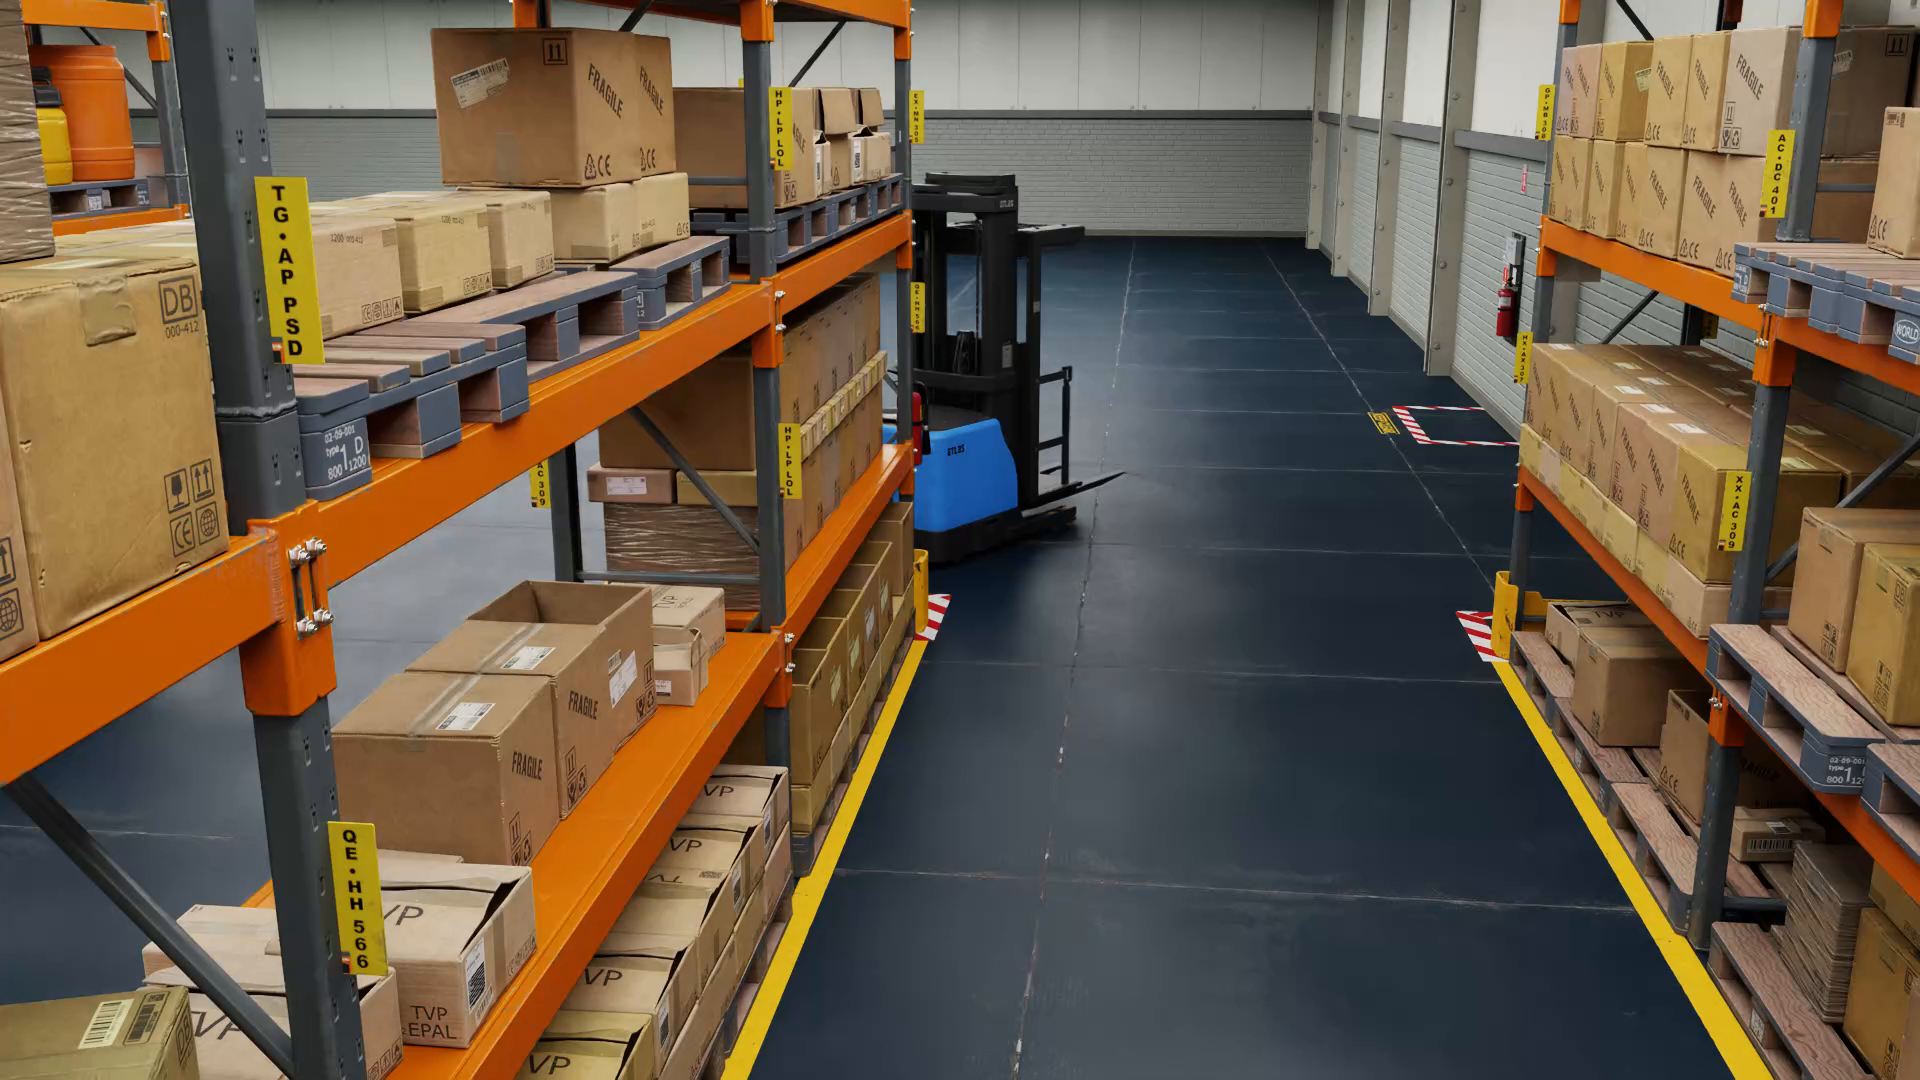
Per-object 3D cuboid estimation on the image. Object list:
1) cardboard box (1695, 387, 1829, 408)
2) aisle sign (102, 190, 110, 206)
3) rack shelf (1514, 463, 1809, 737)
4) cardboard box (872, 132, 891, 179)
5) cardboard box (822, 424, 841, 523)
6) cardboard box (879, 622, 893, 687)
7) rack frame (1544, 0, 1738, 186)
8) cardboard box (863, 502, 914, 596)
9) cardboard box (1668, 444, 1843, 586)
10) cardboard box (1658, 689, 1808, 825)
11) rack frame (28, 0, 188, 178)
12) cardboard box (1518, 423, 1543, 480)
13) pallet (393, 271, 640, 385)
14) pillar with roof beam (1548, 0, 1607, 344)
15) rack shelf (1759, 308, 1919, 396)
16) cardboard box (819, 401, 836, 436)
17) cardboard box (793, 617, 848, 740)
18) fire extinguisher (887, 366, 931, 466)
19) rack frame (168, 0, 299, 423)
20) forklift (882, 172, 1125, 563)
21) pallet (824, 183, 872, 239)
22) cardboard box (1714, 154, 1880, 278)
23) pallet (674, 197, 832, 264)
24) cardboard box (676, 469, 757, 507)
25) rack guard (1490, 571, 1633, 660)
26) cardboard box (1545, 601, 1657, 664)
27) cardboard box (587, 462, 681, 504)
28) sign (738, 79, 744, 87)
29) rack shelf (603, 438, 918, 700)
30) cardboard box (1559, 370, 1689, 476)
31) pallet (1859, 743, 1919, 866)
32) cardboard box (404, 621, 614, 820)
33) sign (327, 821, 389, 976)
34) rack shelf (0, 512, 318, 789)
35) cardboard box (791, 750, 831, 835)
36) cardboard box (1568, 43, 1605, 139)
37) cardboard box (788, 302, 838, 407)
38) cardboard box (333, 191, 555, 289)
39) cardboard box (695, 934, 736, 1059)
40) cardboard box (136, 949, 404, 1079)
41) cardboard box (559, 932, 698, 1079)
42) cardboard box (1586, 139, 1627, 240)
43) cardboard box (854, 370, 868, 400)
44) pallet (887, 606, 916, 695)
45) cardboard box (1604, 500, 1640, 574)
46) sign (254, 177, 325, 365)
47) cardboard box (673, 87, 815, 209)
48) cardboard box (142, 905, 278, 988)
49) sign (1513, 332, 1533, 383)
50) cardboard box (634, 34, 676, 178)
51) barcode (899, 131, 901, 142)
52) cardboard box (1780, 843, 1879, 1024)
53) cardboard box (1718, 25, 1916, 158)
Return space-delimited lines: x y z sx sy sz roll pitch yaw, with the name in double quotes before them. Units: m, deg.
"cardboard box" 4.087 -0.495 8.560 0.500 0.500 0.500 2 15 7
"aisle sign" -6.020 -2.294 11.418 0.394 0.787 0.004 2 15 6
"rack shelf" 3.881 0.146 8.753 1.077 0.370 4.000 2 15 6
"cardboard box" -0.684 -2.204 9.535 0.500 0.250 0.500 2 15 6
"cardboard box" -1.053 -0.391 9.169 0.700 0.500 0.500 2 15 8
"cardboard box" -0.682 0.667 9.910 0.500 0.250 0.500 2 15 6
"rack frame" 4.106 -3.616 9.795 1.000 3.000 0.127 2 15 6
"cardboard box" -0.581 0.046 10.773 0.500 0.500 0.500 2 15 6
"cardboard box" 3.401 -0.113 7.147 0.500 0.500 0.500 2 15 6
"cardboard box" 3.732 1.042 8.010 0.500 0.500 0.500 1 15 2
"rack frame" -5.737 -3.908 10.874 1.000 3.000 0.127 2 15 6
"cardboard box" 3.736 -0.540 10.161 0.500 0.250 0.500 1 15 5
"pallet" -1.608 -0.616 4.807 1.003 0.211 1.213 2 15 9
"pillar with roof beam" 1.286 -5.092 15.253 9.100 9.000 0.400 2 15 6
"rack shelf" 3.429 -0.264 4.525 1.077 0.370 4.000 2 15 6
"cardboard box" -0.873 -0.655 8.902 0.380 0.149 0.250 2 15 6
"cardboard box" -0.855 0.694 8.374 0.500 0.500 0.500 2 15 6
"fire extinguisher" -0.341 -0.844 11.186 0.296 0.674 0.183 2 15 6
"rack frame" -1.719 -1.686 2.657 1.000 3.000 0.127 2 15 6
"forklift" 0.330 -1.561 13.819 1.130 2.935 3.031 11 19 35
"pallet" -1.057 -1.770 8.885 1.003 0.211 1.213 2 15 6
"cardboard box" 3.467 -1.327 6.847 0.500 0.500 0.500 2 15 8
"pallet" -1.197 -1.455 7.718 1.003 0.211 1.213 2 15 6
"cardboard box" -1.045 -0.253 7.416 0.380 0.149 0.250 2 15 6
"rack guard" 4.098 0.507 10.831 1.175 0.500 0.348 2 15 6
"cardboard box" 3.939 0.543 10.217 0.500 0.311 0.500 0 15 0
"cardboard box" -1.450 -0.266 7.463 0.380 0.149 0.250 2 15 6
"sign" -1.367 -2.791 10.664 0.100 0.325 0.005 2 15 6
"rack shelf" -1.042 0.001 9.289 1.077 0.370 4.000 2 15 6
"cardboard box" 3.624 -0.642 9.104 0.500 0.500 0.500 1 15 4
"pallet" 3.386 0.933 4.832 1.003 0.211 1.213 2 15 6
"cardboard box" -1.486 0.590 5.543 0.500 0.500 0.500 2 15 6
"sign" -1.178 0.703 3.249 0.100 0.325 0.005 2 15 6
"rack shelf" -1.944 0.628 1.224 1.077 0.370 4.000 2 15 6
"cardboard box" -0.914 1.186 7.993 0.500 0.250 0.500 2 15 6
"cardboard box" 3.715 -2.487 9.221 0.500 0.500 0.500 2 15 6
"cardboard box" -1.054 -1.008 8.965 0.700 0.500 0.500 2 15 6
"cardboard box" -1.544 -0.912 5.023 0.500 0.250 0.500 0 15 2
"cardboard box" -1.142 1.677 6.176 0.500 0.250 0.500 2 15 8
"cardboard box" -1.634 1.160 3.796 0.500 0.311 0.500 3 15 10
"cardboard box" -1.200 1.535 5.628 0.500 0.311 0.500 2 15 6
"cardboard box" 3.670 -1.873 8.867 0.500 0.500 0.500 2 15 9
"cardboard box" -0.757 -0.922 9.891 0.380 0.149 0.250 2 15 7
"pallet" -0.861 0.681 10.739 1.003 0.211 1.213 2 15 6
"cardboard box" 3.513 -0.011 8.206 0.500 0.250 0.500 2 15 6
"sign" -1.180 -0.471 2.920 0.100 0.325 0.005 2 15 6
"cardboard box" -0.949 -1.717 7.254 0.500 0.500 0.500 3 15 11
"cardboard box" -1.892 1.090 4.366 0.380 0.149 0.250 2 15 6
"sign" 3.567 -1.154 10.524 0.100 0.325 0.005 2 15 6
"cardboard box" -1.376 -1.609 6.165 0.500 0.500 0.500 2 15 7
"barcode" -0.371 -2.500 10.304 0.001 0.075 0.075 2 15 6
"cardboard box" 3.589 1.503 6.302 0.700 0.500 0.500 2 15 8
"cardboard box" 3.442 -1.809 6.713 0.500 0.500 0.500 0 15 1
